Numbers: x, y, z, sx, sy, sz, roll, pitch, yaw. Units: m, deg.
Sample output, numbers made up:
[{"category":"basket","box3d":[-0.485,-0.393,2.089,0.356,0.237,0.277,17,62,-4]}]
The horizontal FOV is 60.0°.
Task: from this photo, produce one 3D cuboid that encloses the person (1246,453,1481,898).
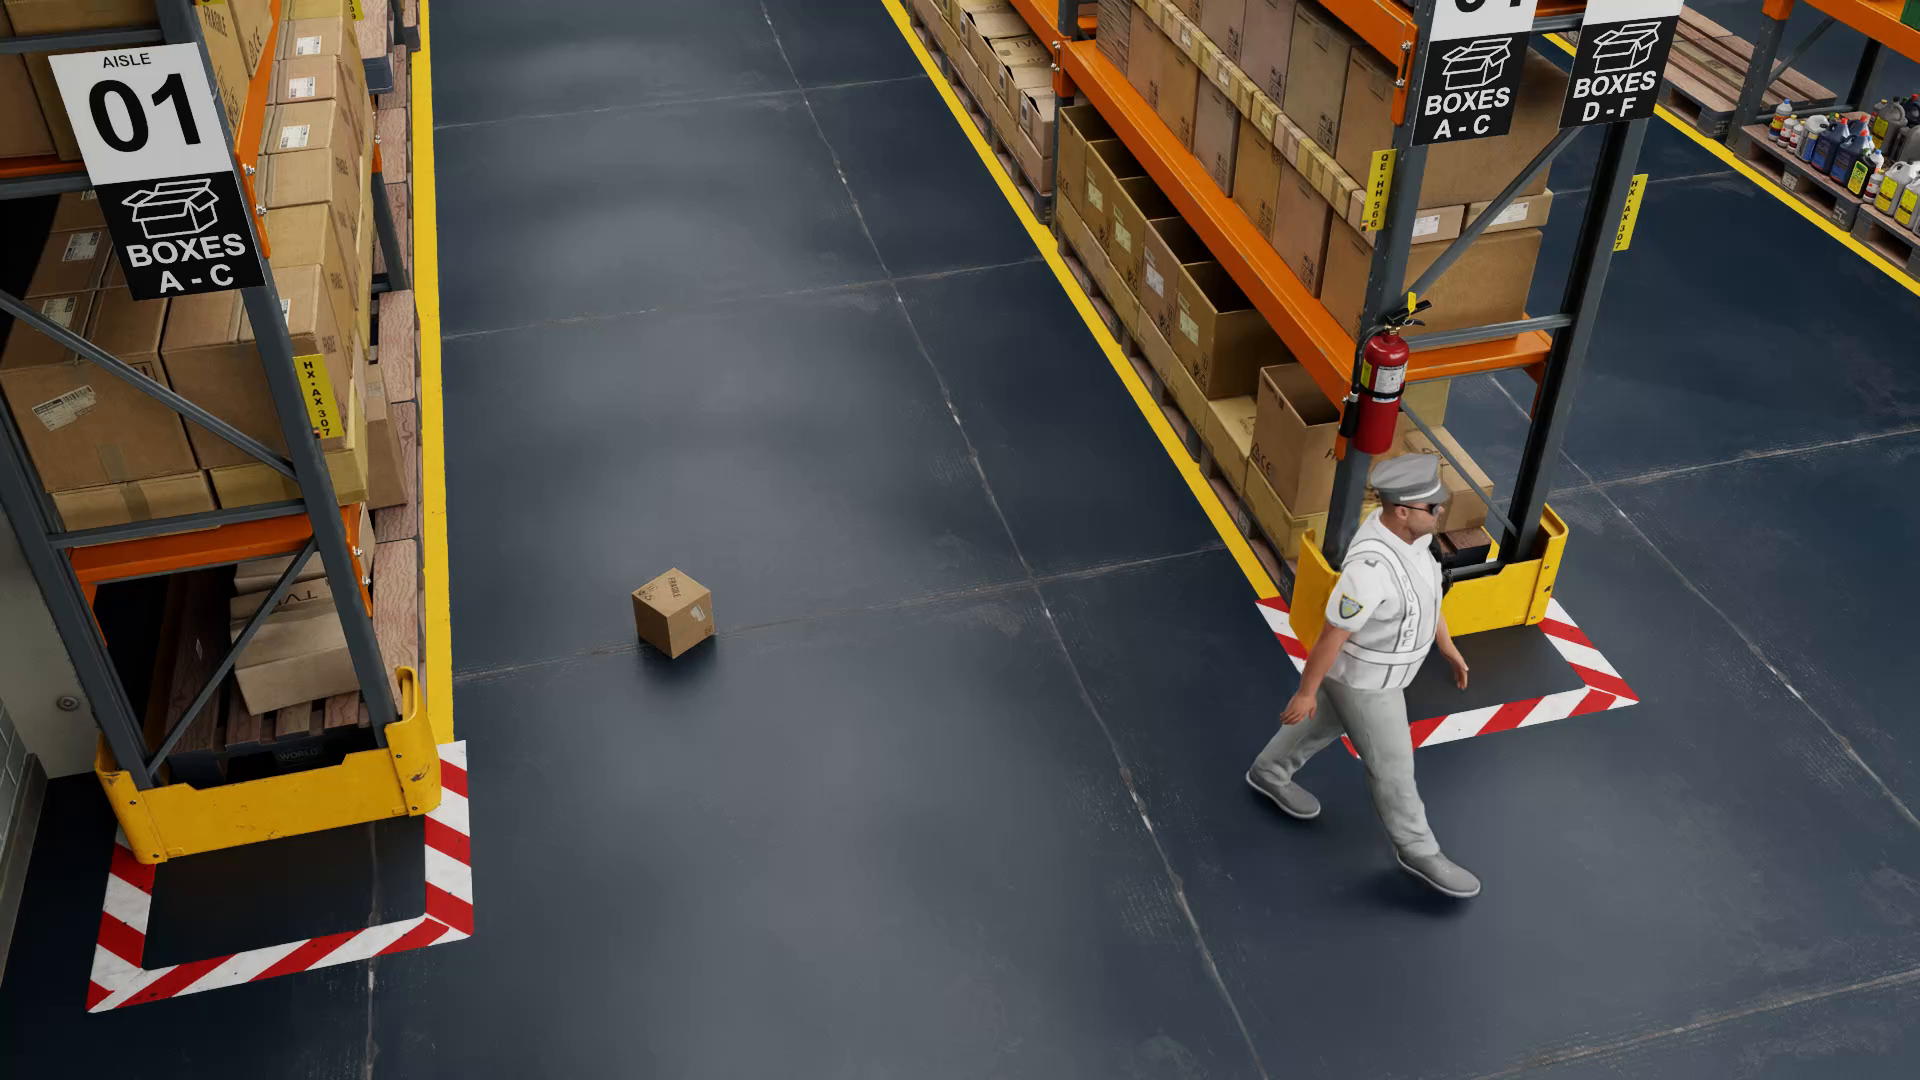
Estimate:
[{"category":"person","box3d":[1.594,0.472,6.066,0.981,1.725,0.625,17,41,21]}]
